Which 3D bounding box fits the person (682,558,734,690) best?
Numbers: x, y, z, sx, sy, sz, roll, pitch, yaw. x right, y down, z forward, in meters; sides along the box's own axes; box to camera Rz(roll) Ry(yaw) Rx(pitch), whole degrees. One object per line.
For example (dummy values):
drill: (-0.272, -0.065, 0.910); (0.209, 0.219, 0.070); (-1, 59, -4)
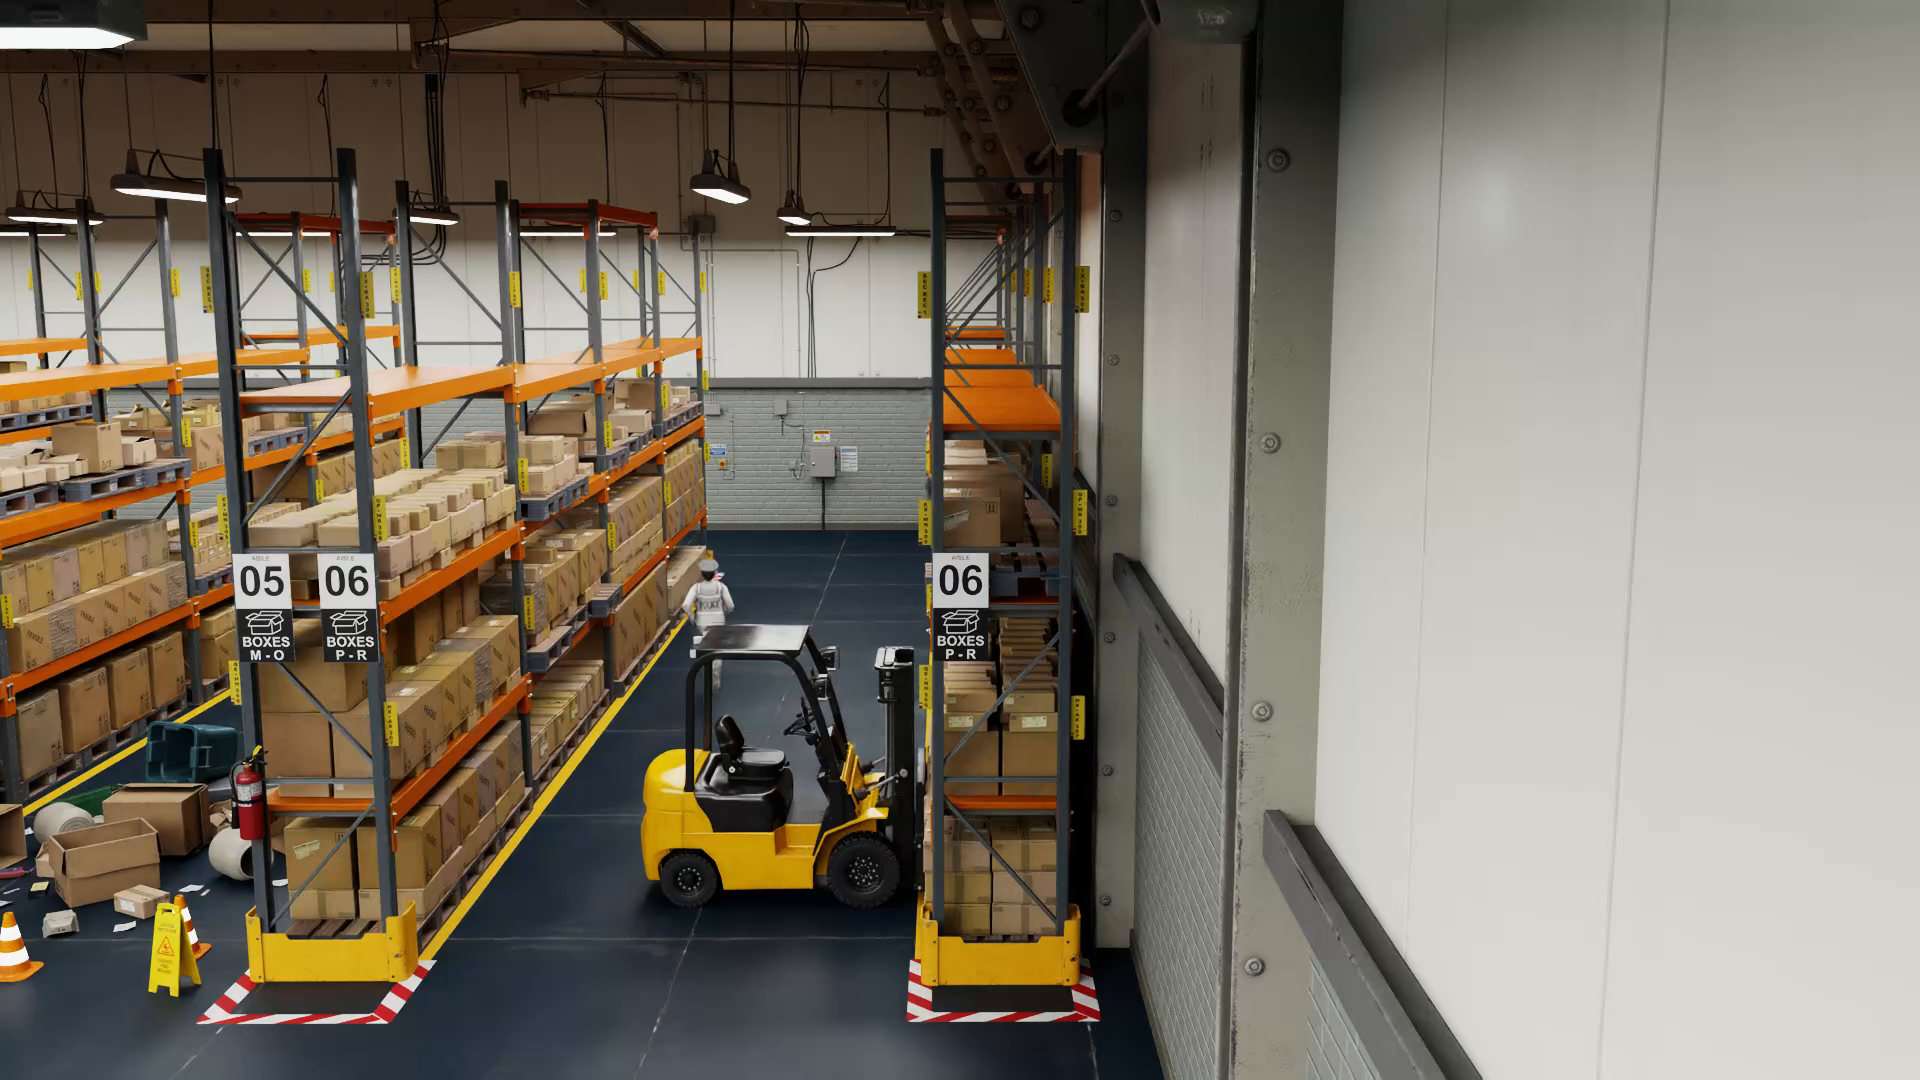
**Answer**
person: (-3.077, 1.016, 20.381); (0.627, 1.558, 0.848); (-1, 9, -8)
